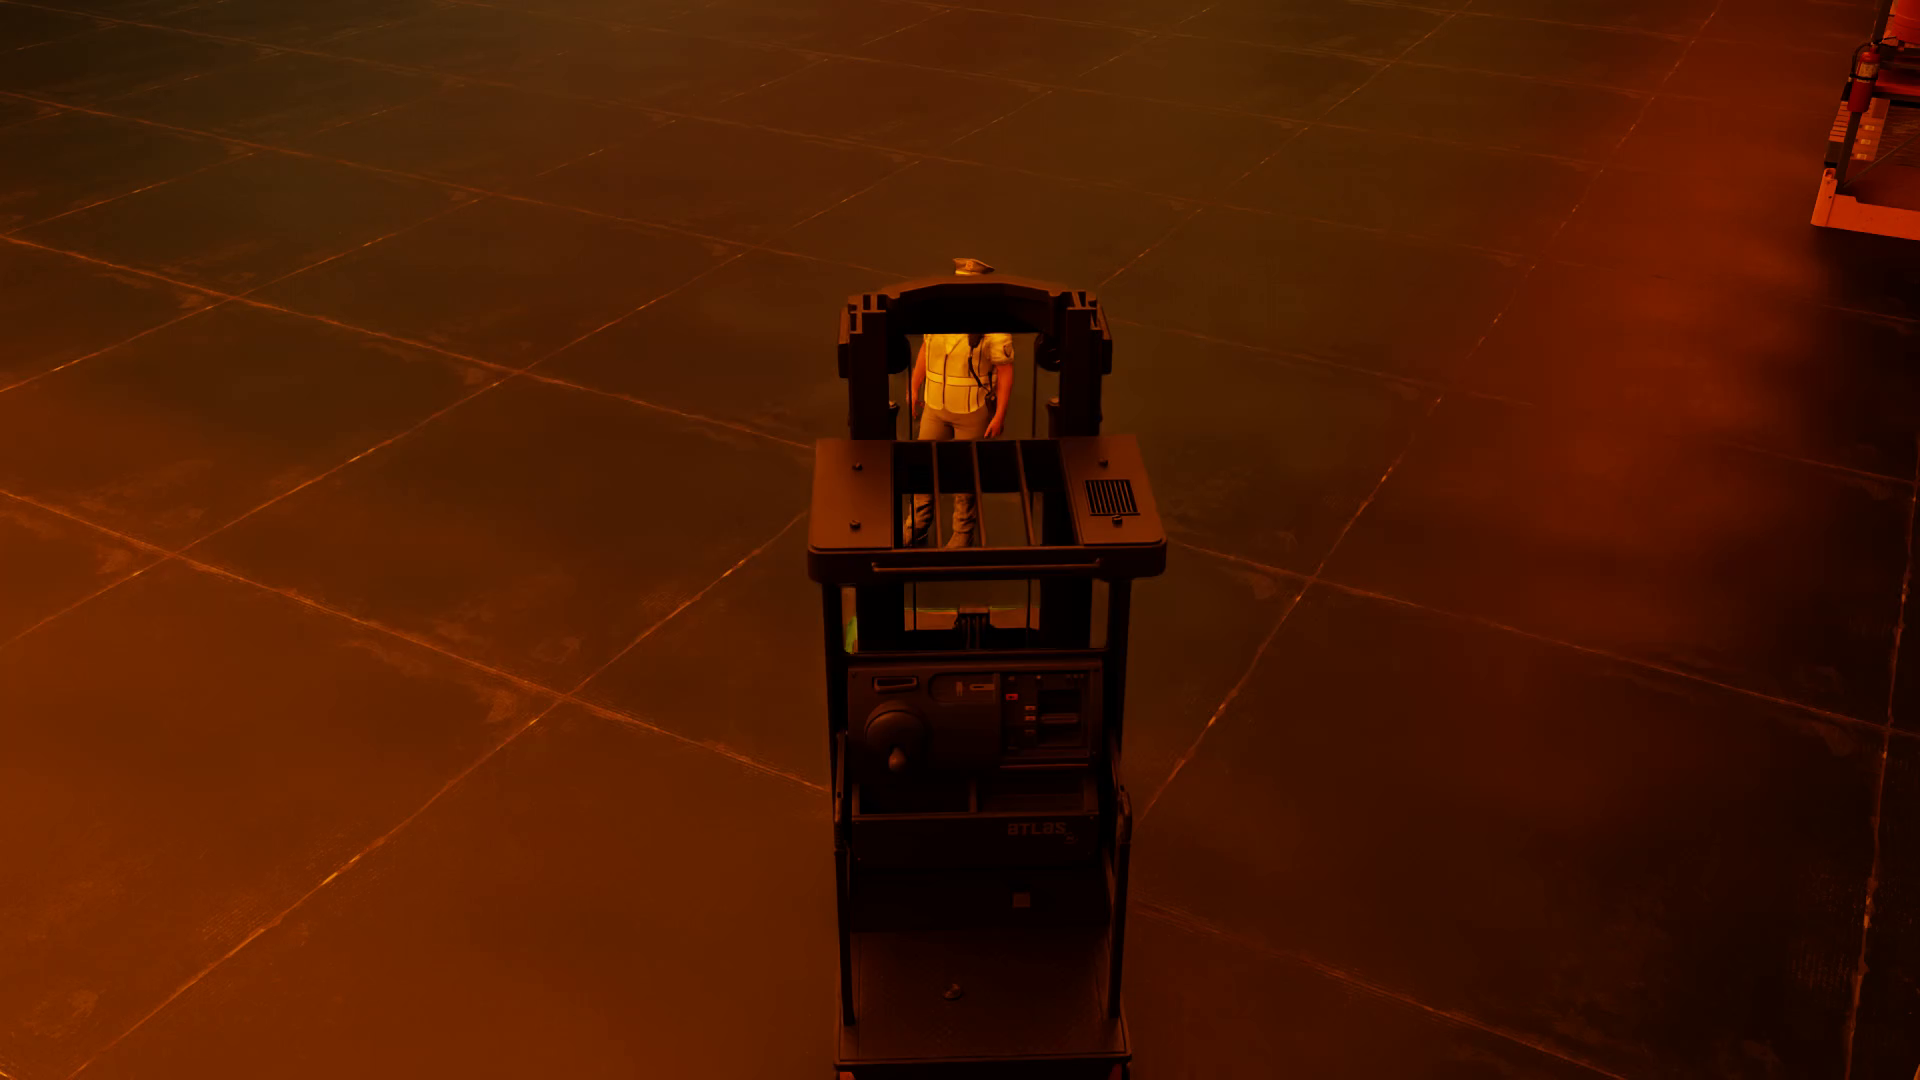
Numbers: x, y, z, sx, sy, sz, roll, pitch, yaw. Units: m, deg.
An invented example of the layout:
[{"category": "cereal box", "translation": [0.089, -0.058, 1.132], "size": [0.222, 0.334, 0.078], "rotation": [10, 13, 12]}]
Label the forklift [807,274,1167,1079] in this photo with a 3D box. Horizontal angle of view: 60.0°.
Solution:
[{"category": "forklift", "translation": [0.068, 0.687, 5.880], "size": [1.130, 2.935, 3.031], "rotation": [-1, 30, -2]}]

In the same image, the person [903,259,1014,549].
[{"category": "person", "translation": [-0.048, -0.747, 9.499], "size": [0.641, 1.781, 0.574], "rotation": [15, 33, 25]}]
